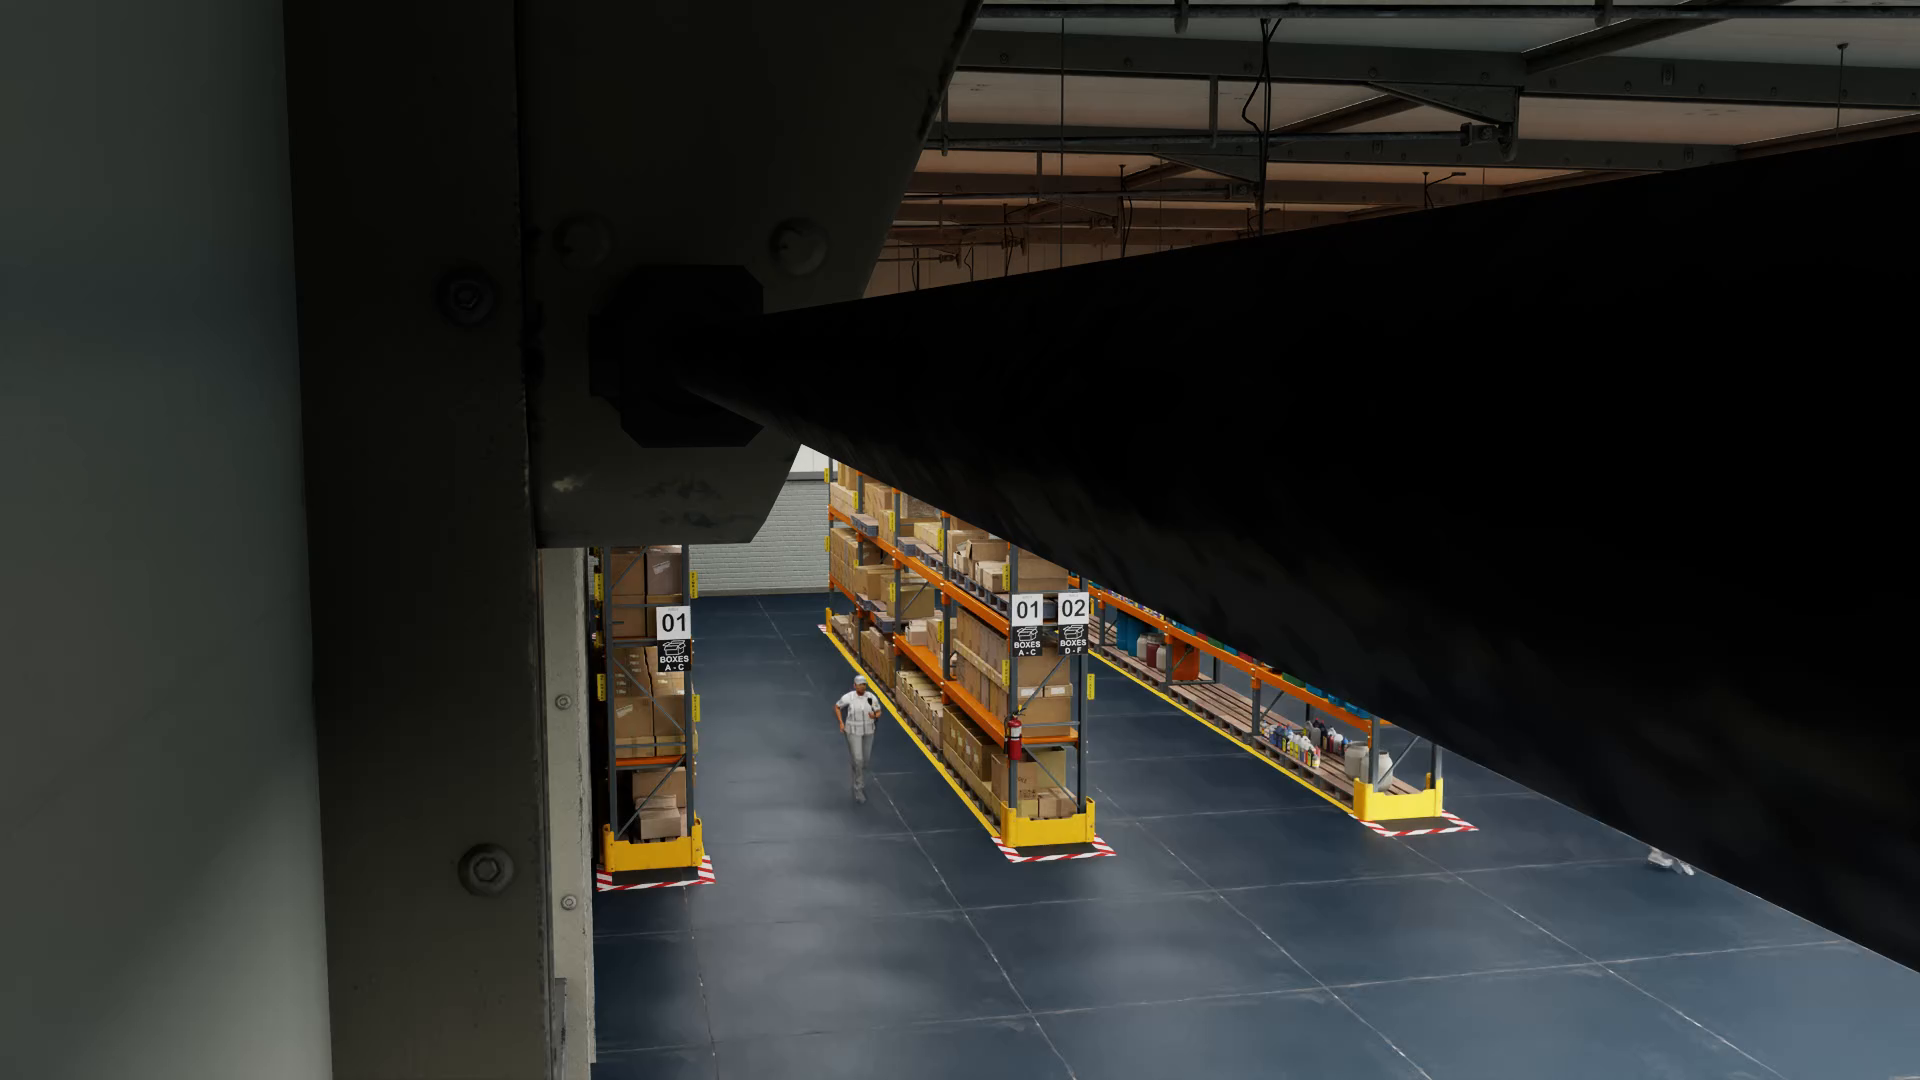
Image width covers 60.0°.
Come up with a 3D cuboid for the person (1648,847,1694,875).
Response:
[{"bbox_3d":[8.669,3.152,19.960,0.706,1.728,0.566,3,7,21],"label":"person"}]

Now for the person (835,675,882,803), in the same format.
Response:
[{"bbox_3d":[-1.402,2.727,23.207,0.582,1.726,0.775,-3,7,-24],"label":"person"}]
